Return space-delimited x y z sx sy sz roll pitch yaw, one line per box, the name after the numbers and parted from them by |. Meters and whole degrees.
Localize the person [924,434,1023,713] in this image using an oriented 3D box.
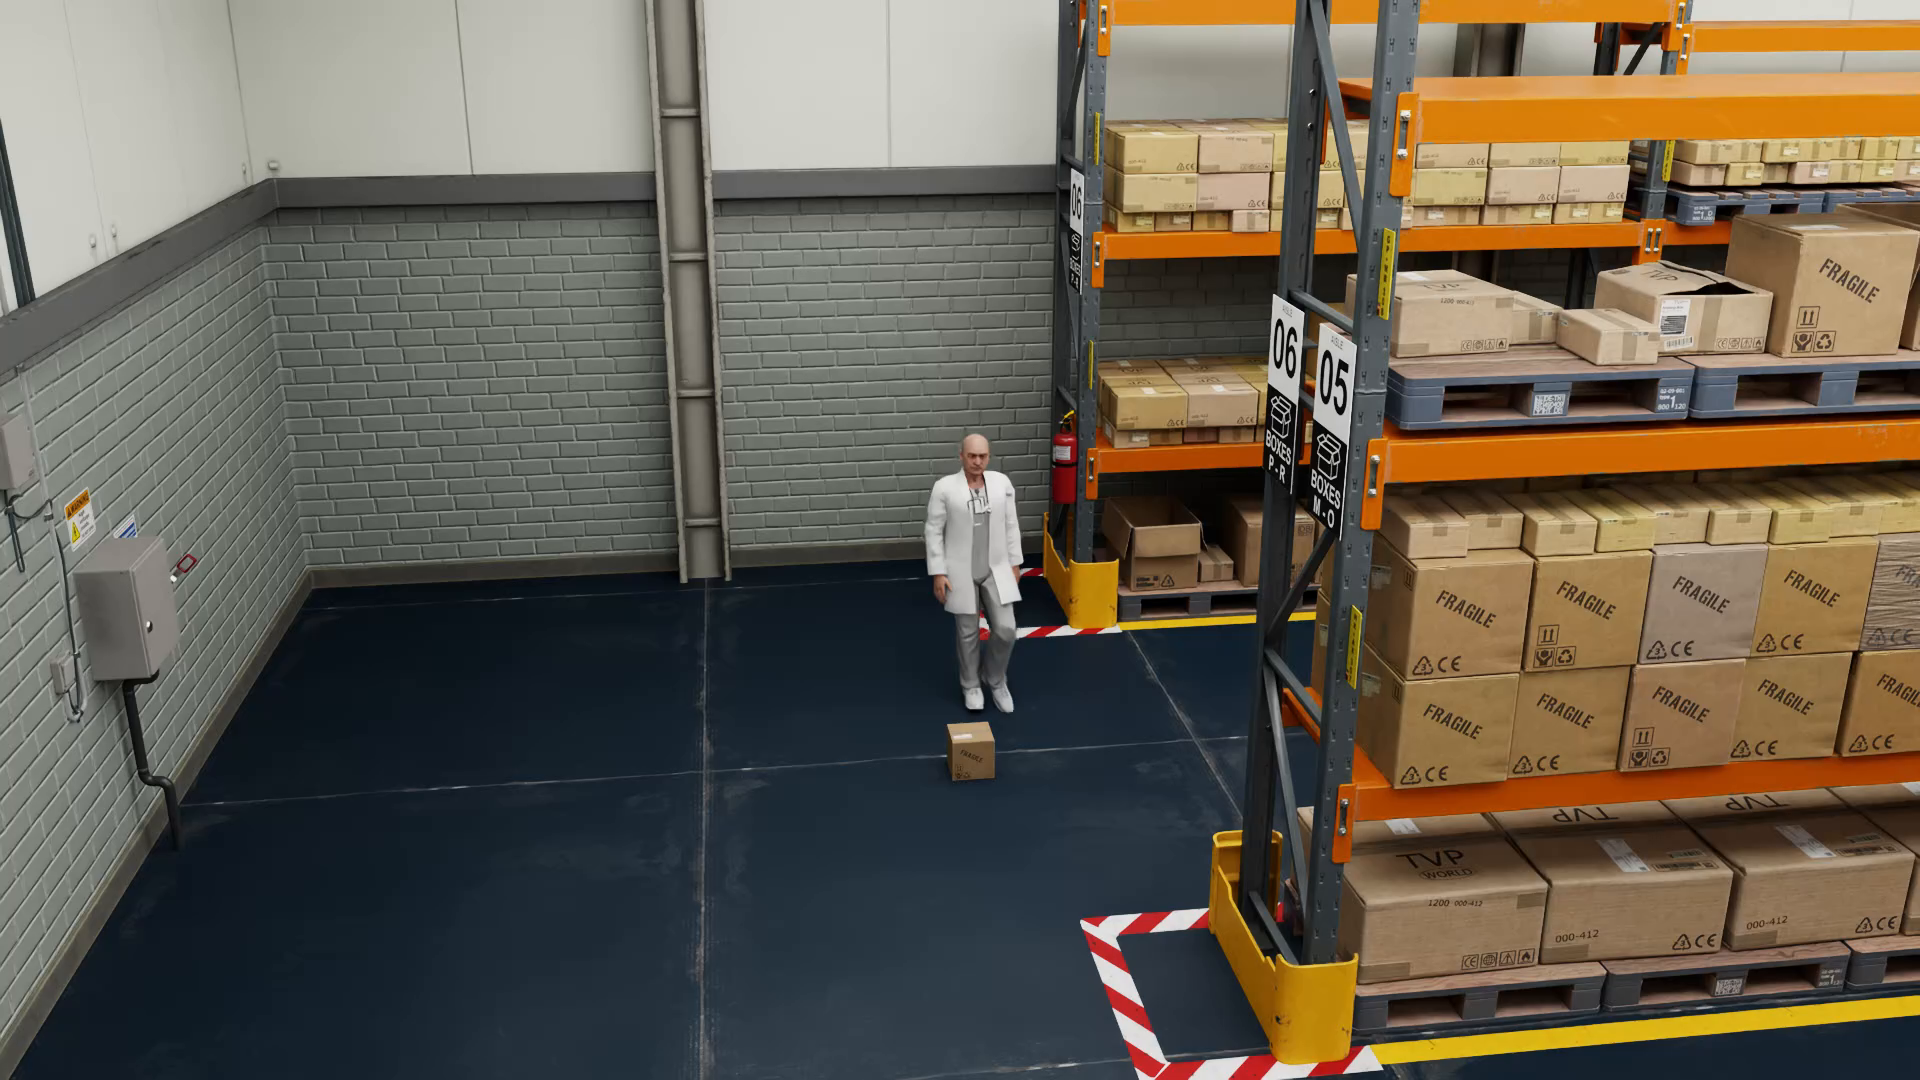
0.108 0.243 10.429 0.646 1.818 0.469 -3 20 -9 | person
